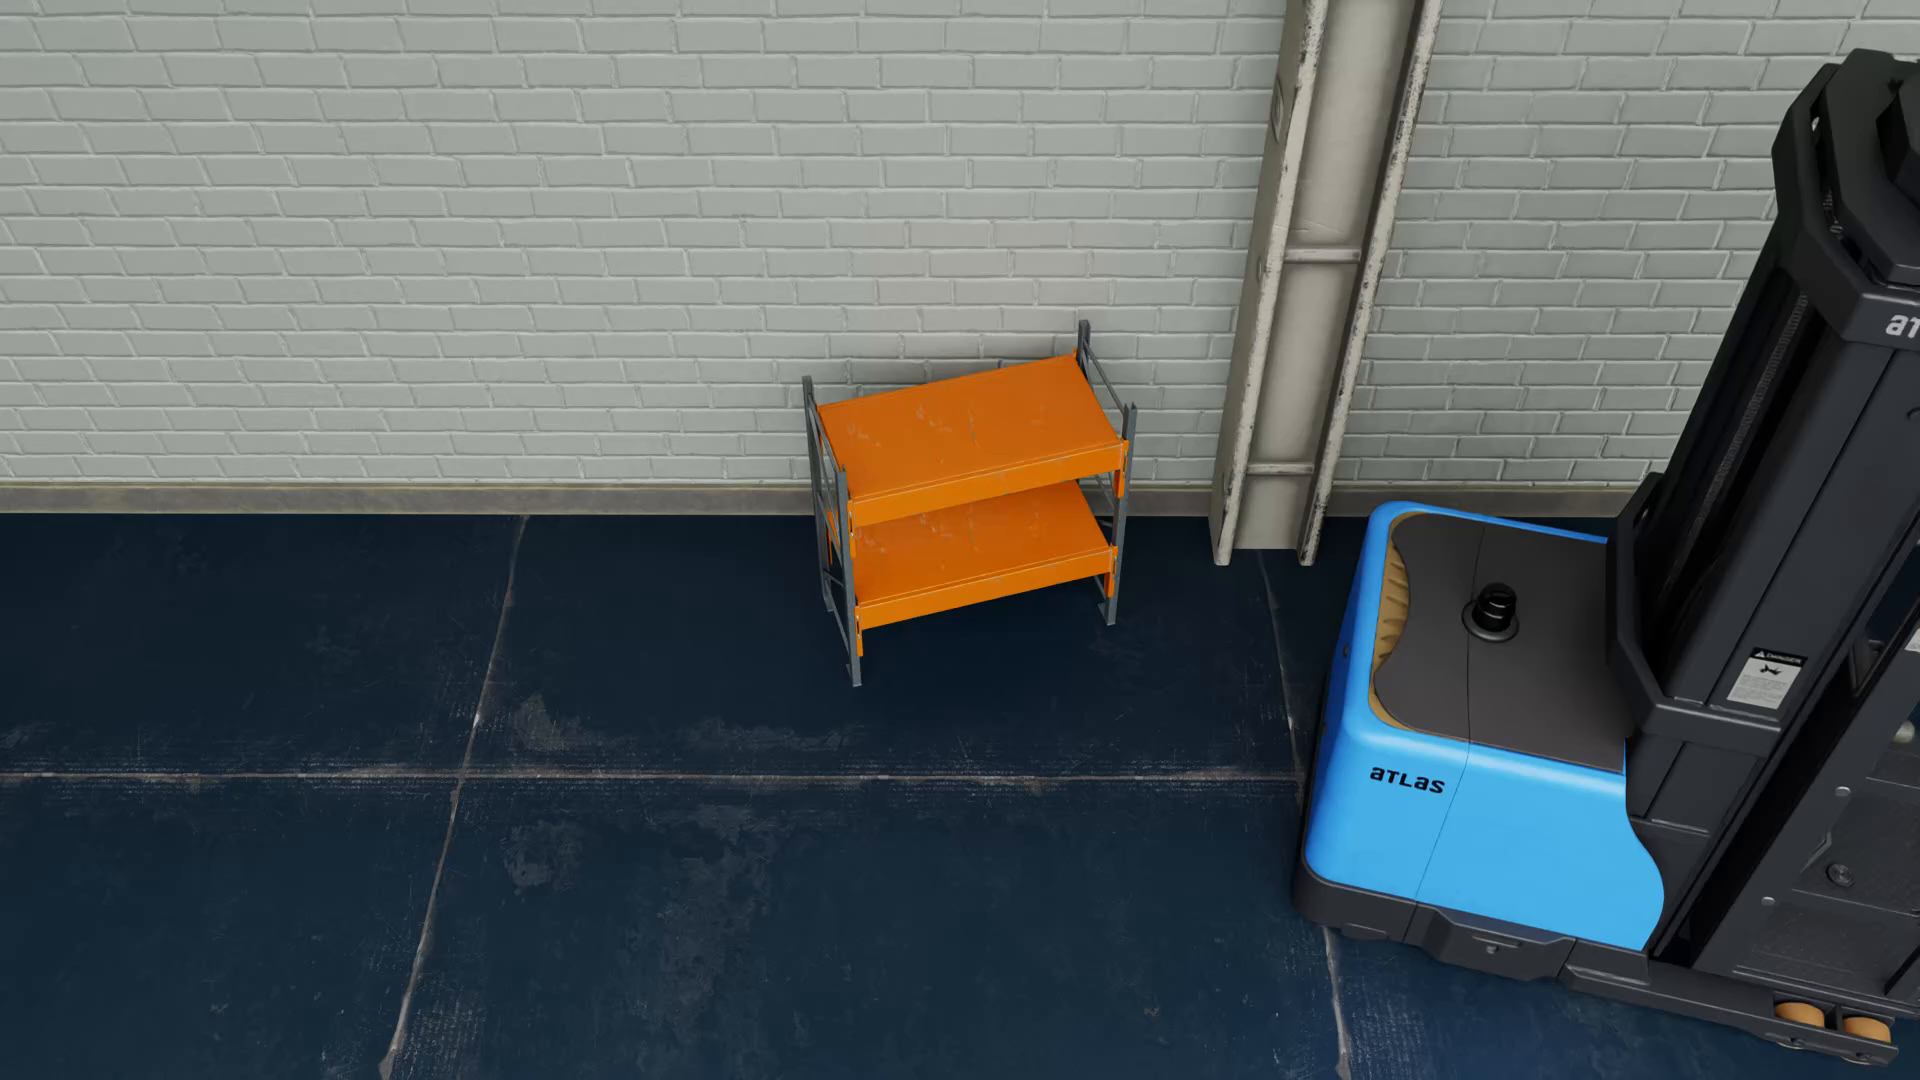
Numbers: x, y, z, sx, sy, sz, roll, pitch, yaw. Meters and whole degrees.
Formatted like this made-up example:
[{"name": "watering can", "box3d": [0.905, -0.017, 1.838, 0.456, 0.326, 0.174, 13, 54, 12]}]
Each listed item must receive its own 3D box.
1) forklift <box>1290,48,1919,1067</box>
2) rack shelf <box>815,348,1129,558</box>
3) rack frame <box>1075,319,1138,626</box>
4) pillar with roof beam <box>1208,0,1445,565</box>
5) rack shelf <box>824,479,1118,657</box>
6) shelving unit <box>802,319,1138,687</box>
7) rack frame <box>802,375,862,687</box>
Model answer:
[{"name": "forklift", "box3d": [2.676, 0.210, 4.552, 3.031, 2.935, 1.130, 11, 48, 10]}, {"name": "rack shelf", "box3d": [0.027, -0.318, 5.878, 1.000, 0.278, 0.538, -13, 48, -12]}, {"name": "rack frame", "box3d": [0.513, -0.229, 6.195, 0.032, 1.125, 0.500, -13, 48, -12]}, {"name": "pillar with roof beam", "box3d": [1.204, 0.073, 0.534, 0.400, 9.000, 9.100, 0, 47, 0]}, {"name": "rack shelf", "box3d": [0.027, 0.048, 6.271, 1.000, 0.278, 0.538, -13, 48, -12]}, {"name": "shelving unit", "box3d": [0.027, -0.119, 6.092, 1.048, 1.125, 0.538, -13, 48, -12]}, {"name": "rack frame", "box3d": [-0.458, -0.009, 5.990, 0.032, 1.125, 0.500, -13, 48, -12]}]
